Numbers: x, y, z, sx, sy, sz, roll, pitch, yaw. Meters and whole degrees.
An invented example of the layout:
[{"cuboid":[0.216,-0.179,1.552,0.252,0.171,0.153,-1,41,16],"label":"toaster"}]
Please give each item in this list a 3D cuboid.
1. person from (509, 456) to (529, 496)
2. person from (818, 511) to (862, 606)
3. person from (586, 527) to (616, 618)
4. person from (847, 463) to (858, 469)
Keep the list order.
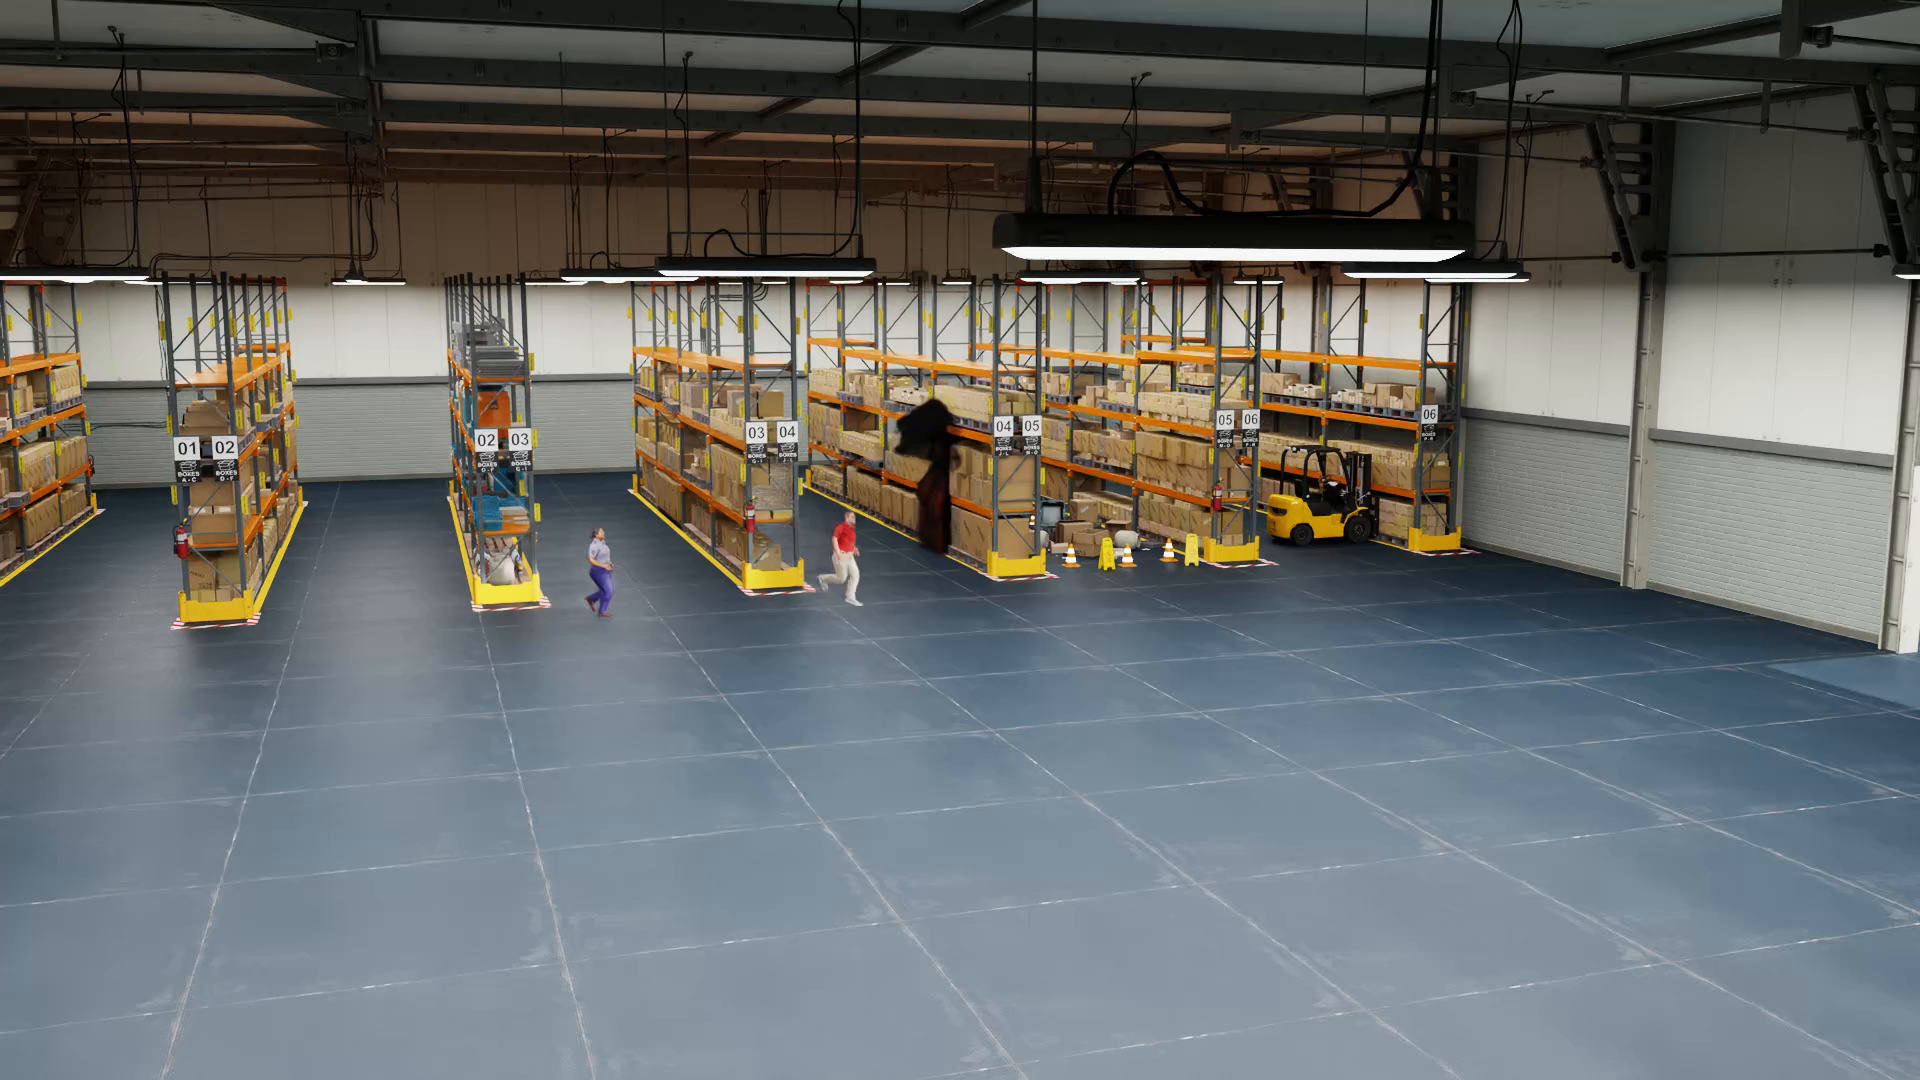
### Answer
[{"cuboid":[-12.244,-2.074,46.314,0.882,1.697,0.587,4,9,24],"label":"person"},{"cuboid":[-2.156,0.325,30.143,0.856,1.719,0.675,4,10,26],"label":"person"},{"cuboid":[-6.319,0.559,29.105,0.578,1.594,0.605,1,9,4],"label":"person"},{"cuboid":[-3.260,-2.570,49.641,0.551,1.662,0.701,6,10,33],"label":"person"}]
